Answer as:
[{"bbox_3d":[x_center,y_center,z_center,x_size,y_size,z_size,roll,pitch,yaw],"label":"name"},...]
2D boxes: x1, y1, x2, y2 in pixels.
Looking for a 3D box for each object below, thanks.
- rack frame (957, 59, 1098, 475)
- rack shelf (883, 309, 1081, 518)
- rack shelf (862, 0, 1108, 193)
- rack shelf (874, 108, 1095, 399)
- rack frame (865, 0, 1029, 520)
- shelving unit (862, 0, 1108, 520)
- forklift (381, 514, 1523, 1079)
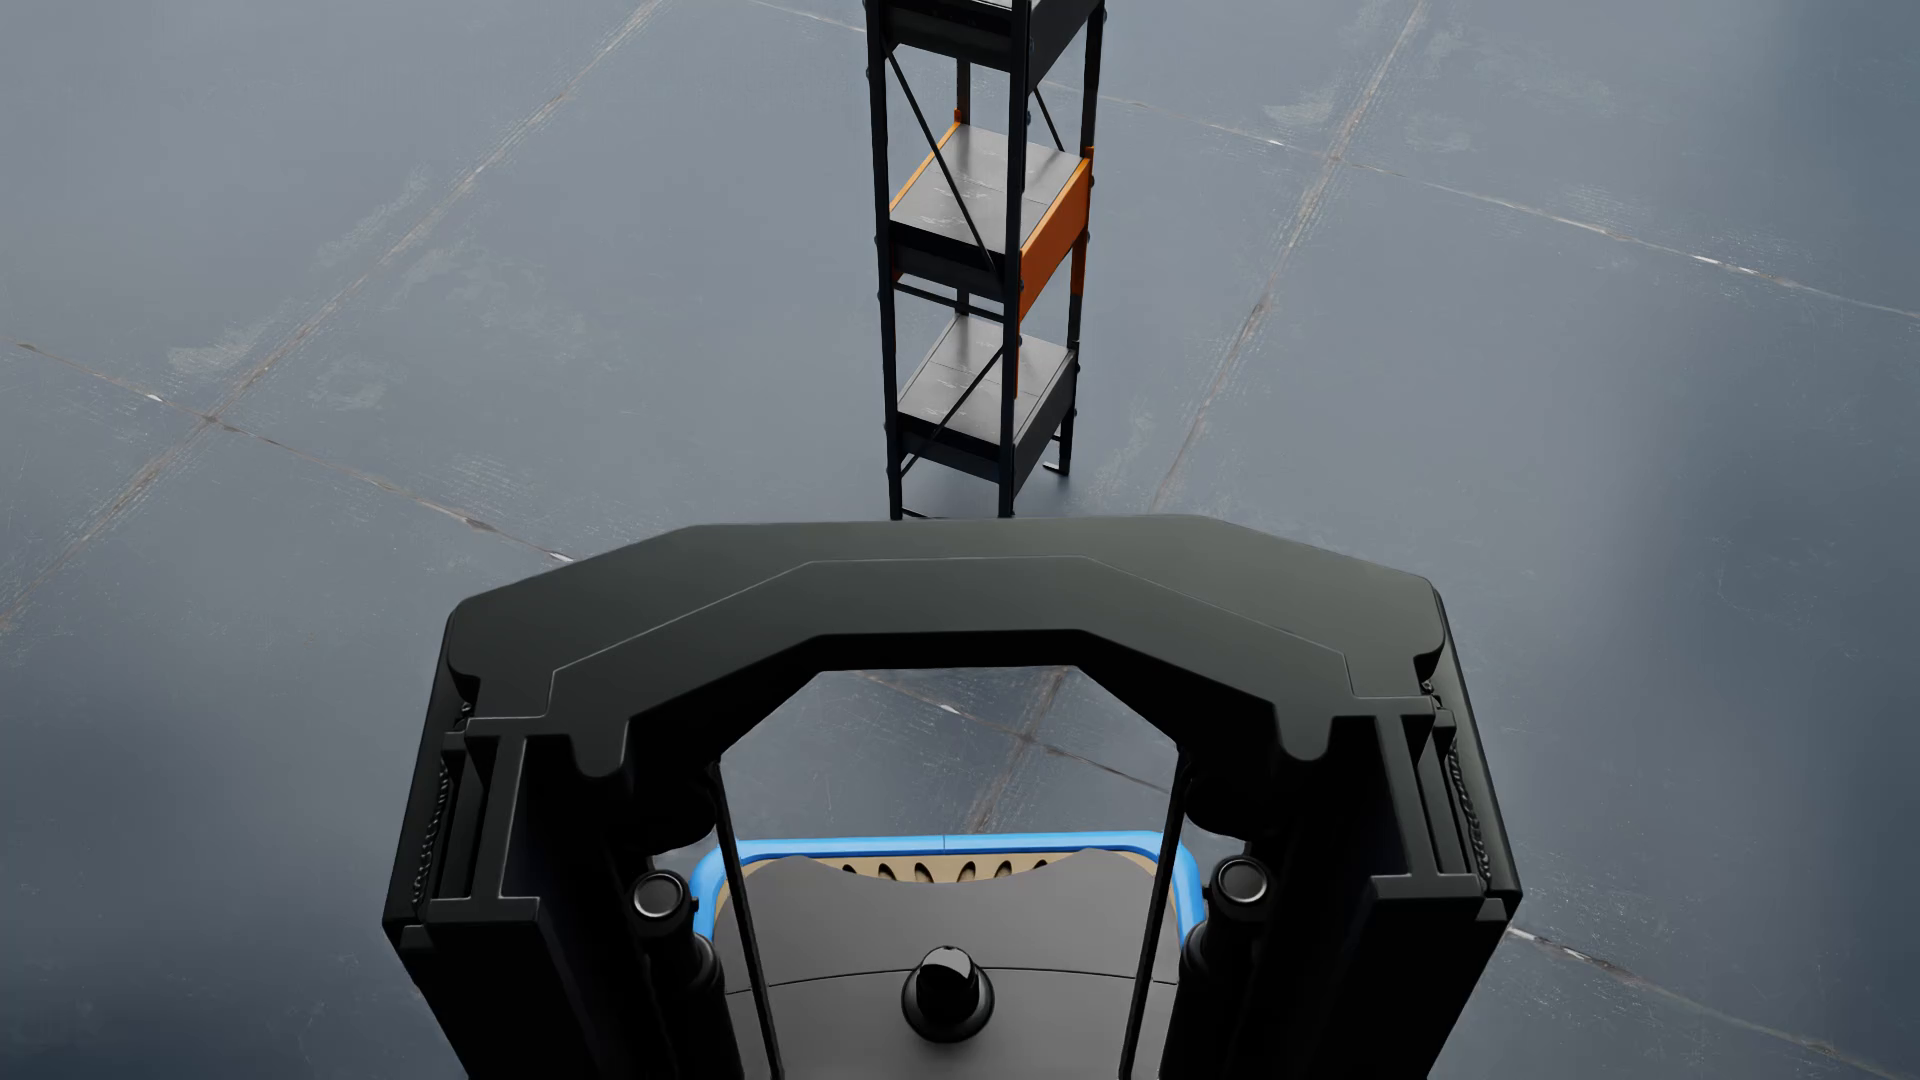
[{"bbox_3d":[0.175,-0.962,4.690,0.400,2.100,0.015,20,52,16],"label":"rack frame"},{"bbox_3d":[0.071,-0.332,5.091,0.431,0.518,0.480,20,52,16],"label":"rack shelf"},{"bbox_3d":[0.071,-1.239,4.025,0.431,0.518,0.480,20,52,16],"label":"rack shelf"},{"bbox_3d":[0.071,-0.786,4.558,0.431,0.518,0.480,20,52,16],"label":"rack shelf"},{"bbox_3d":[-0.034,-0.626,4.404,0.400,2.100,0.015,20,52,16],"label":"rack frame"},{"bbox_3d":[0.071,-0.794,4.547,0.431,2.100,0.503,20,52,16],"label":"shelving unit"},{"bbox_3d":[0.008,1.466,2.078,1.130,2.935,3.031,-1,50,-1],"label":"forklift"}]
